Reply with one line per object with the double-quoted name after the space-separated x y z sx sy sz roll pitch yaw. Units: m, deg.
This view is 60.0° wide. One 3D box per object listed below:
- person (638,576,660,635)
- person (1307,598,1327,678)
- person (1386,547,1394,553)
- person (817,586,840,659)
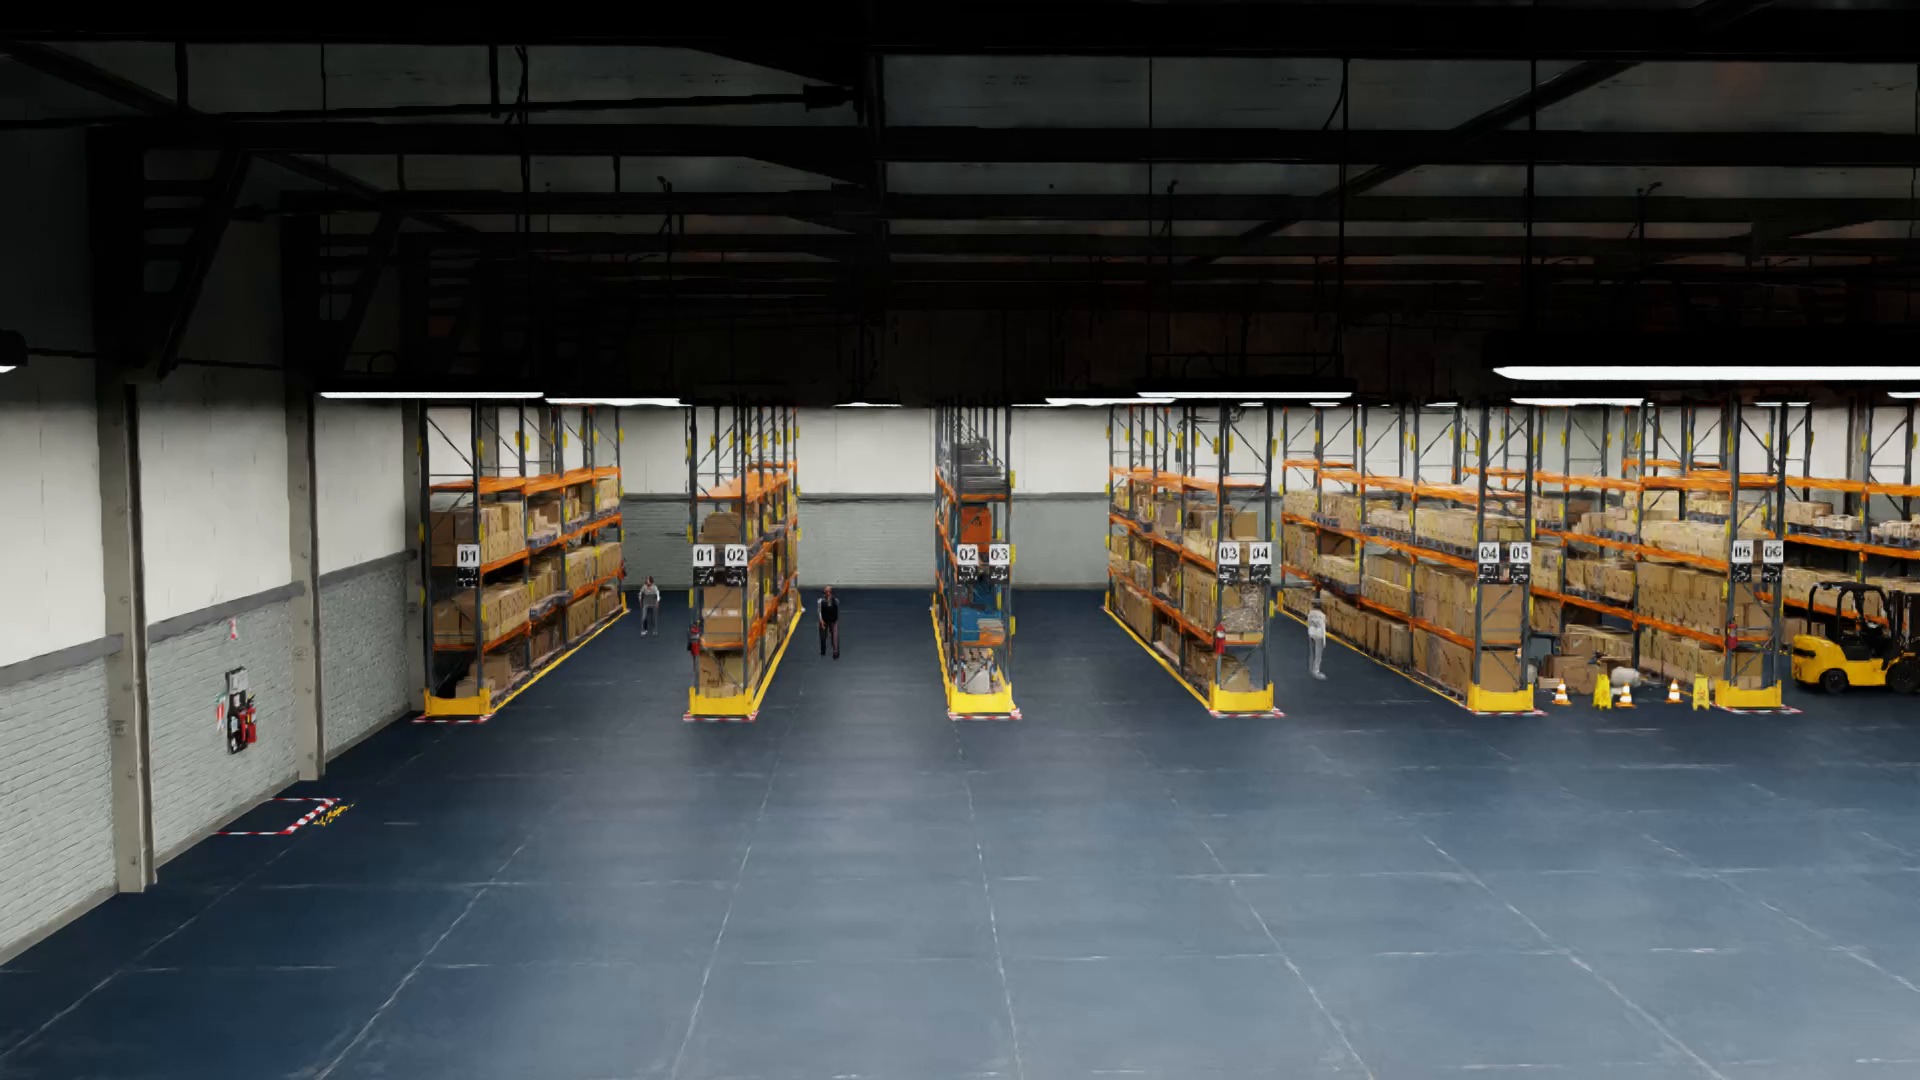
-7.851 1.653 42.036 0.566 1.541 0.512 0 5 -5 "person"
7.642 2.083 35.477 0.416 1.677 0.537 -3 5 -31 "person"
12.301 1.089 47.469 0.617 1.783 0.629 0 5 -4 "person"
-3.033 1.916 38.228 0.537 1.584 1.028 -1 5 -11 "person"
